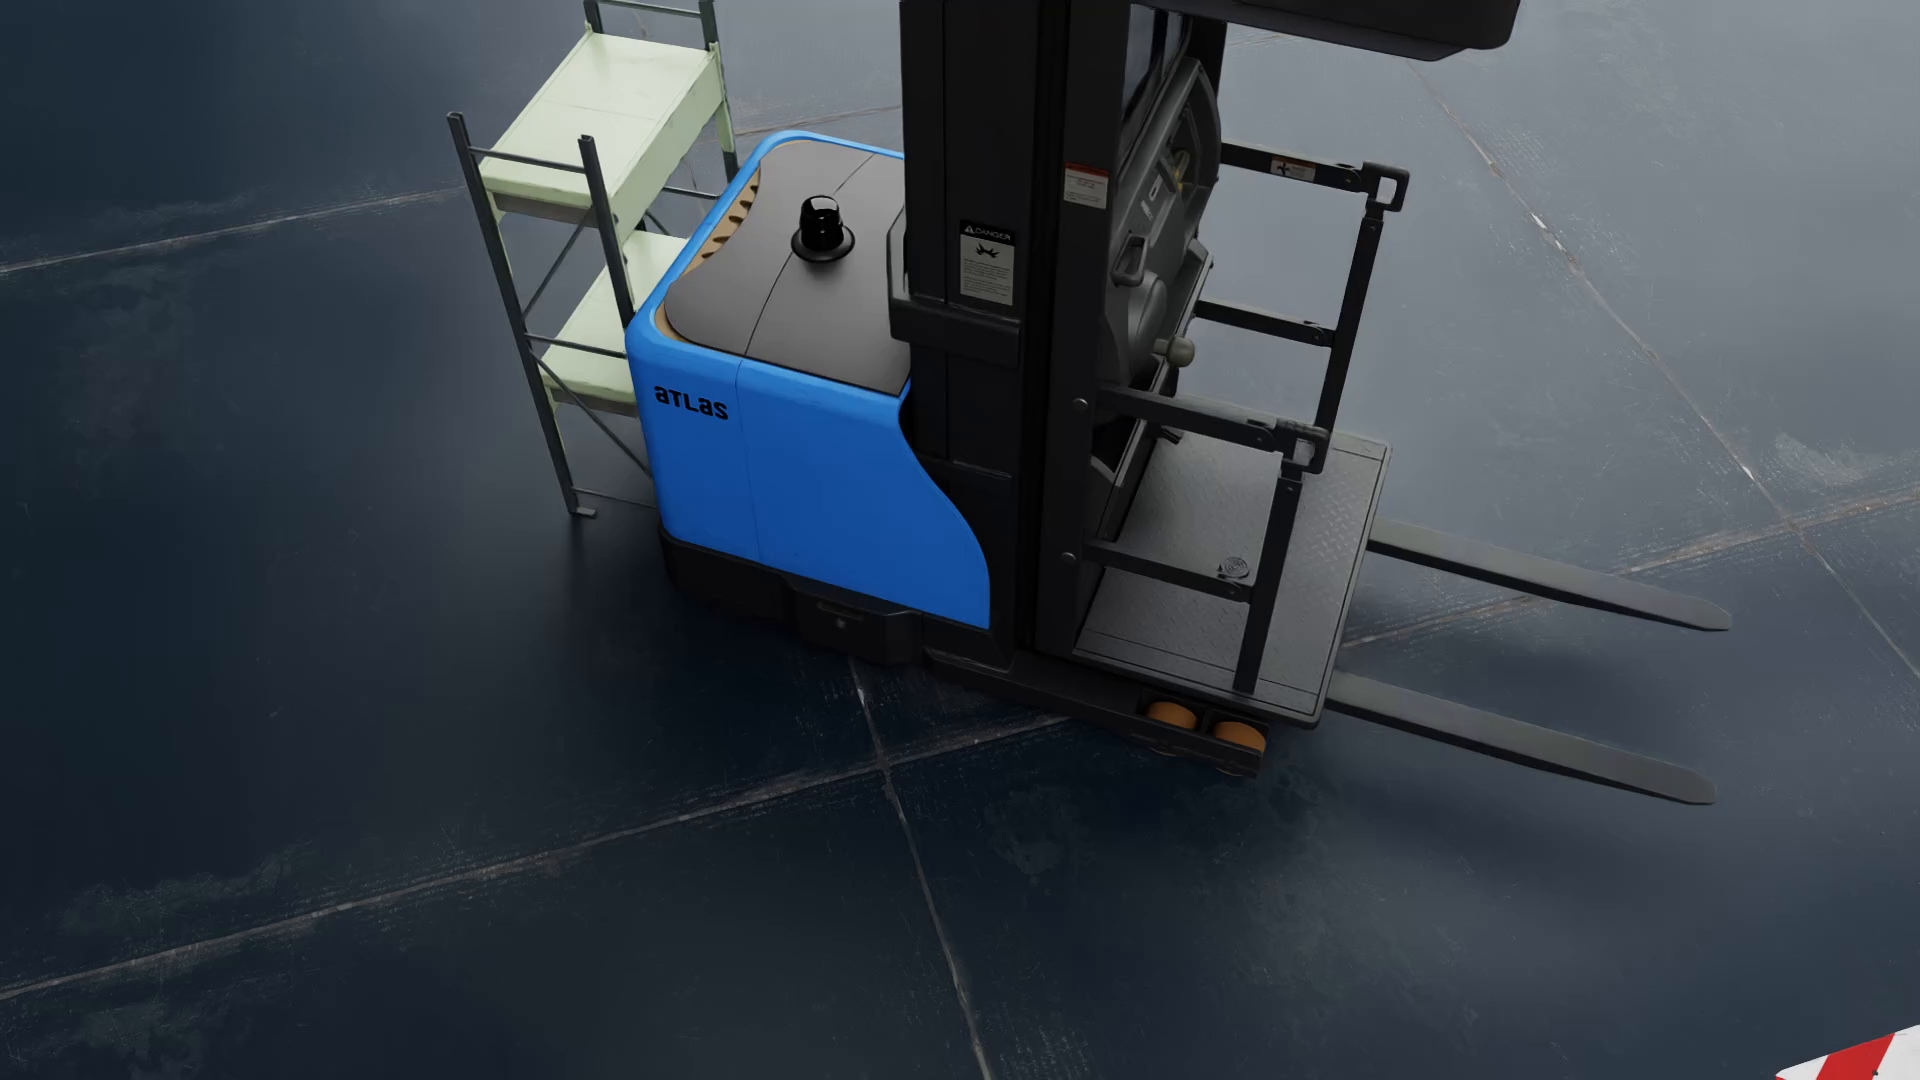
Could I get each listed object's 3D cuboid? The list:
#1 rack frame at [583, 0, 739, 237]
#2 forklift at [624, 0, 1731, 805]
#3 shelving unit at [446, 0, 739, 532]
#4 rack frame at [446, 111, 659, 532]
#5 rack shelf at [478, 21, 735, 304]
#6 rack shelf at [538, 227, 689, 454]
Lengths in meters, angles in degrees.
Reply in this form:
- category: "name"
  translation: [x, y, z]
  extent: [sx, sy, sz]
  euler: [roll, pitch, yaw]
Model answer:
- category: "rack frame"
  translation: [-0.861, -1.079, 5.171]
  extent: [0.400, 1.500, 0.023]
  euler: [13, 51, 12]
- category: "forklift"
  translation: [0.679, -0.742, 3.959]
  extent: [3.031, 2.935, 1.130]
  euler: [16, 52, 13]
- category: "shelving unit"
  translation: [-0.971, -0.812, 4.946]
  extent: [0.431, 1.500, 0.755]
  euler: [13, 51, 12]
- category: "rack frame"
  translation: [-1.081, -0.546, 4.721]
  extent: [0.400, 1.500, 0.023]
  euler: [13, 51, 12]
- category: "rack shelf"
  translation: [-0.981, -1.066, 4.650]
  extent: [0.431, 0.370, 0.720]
  euler: [13, 51, 12]
- category: "rack shelf"
  translation: [-0.962, -0.600, 5.193]
  extent: [0.431, 0.370, 0.720]
  euler: [13, 51, 12]
